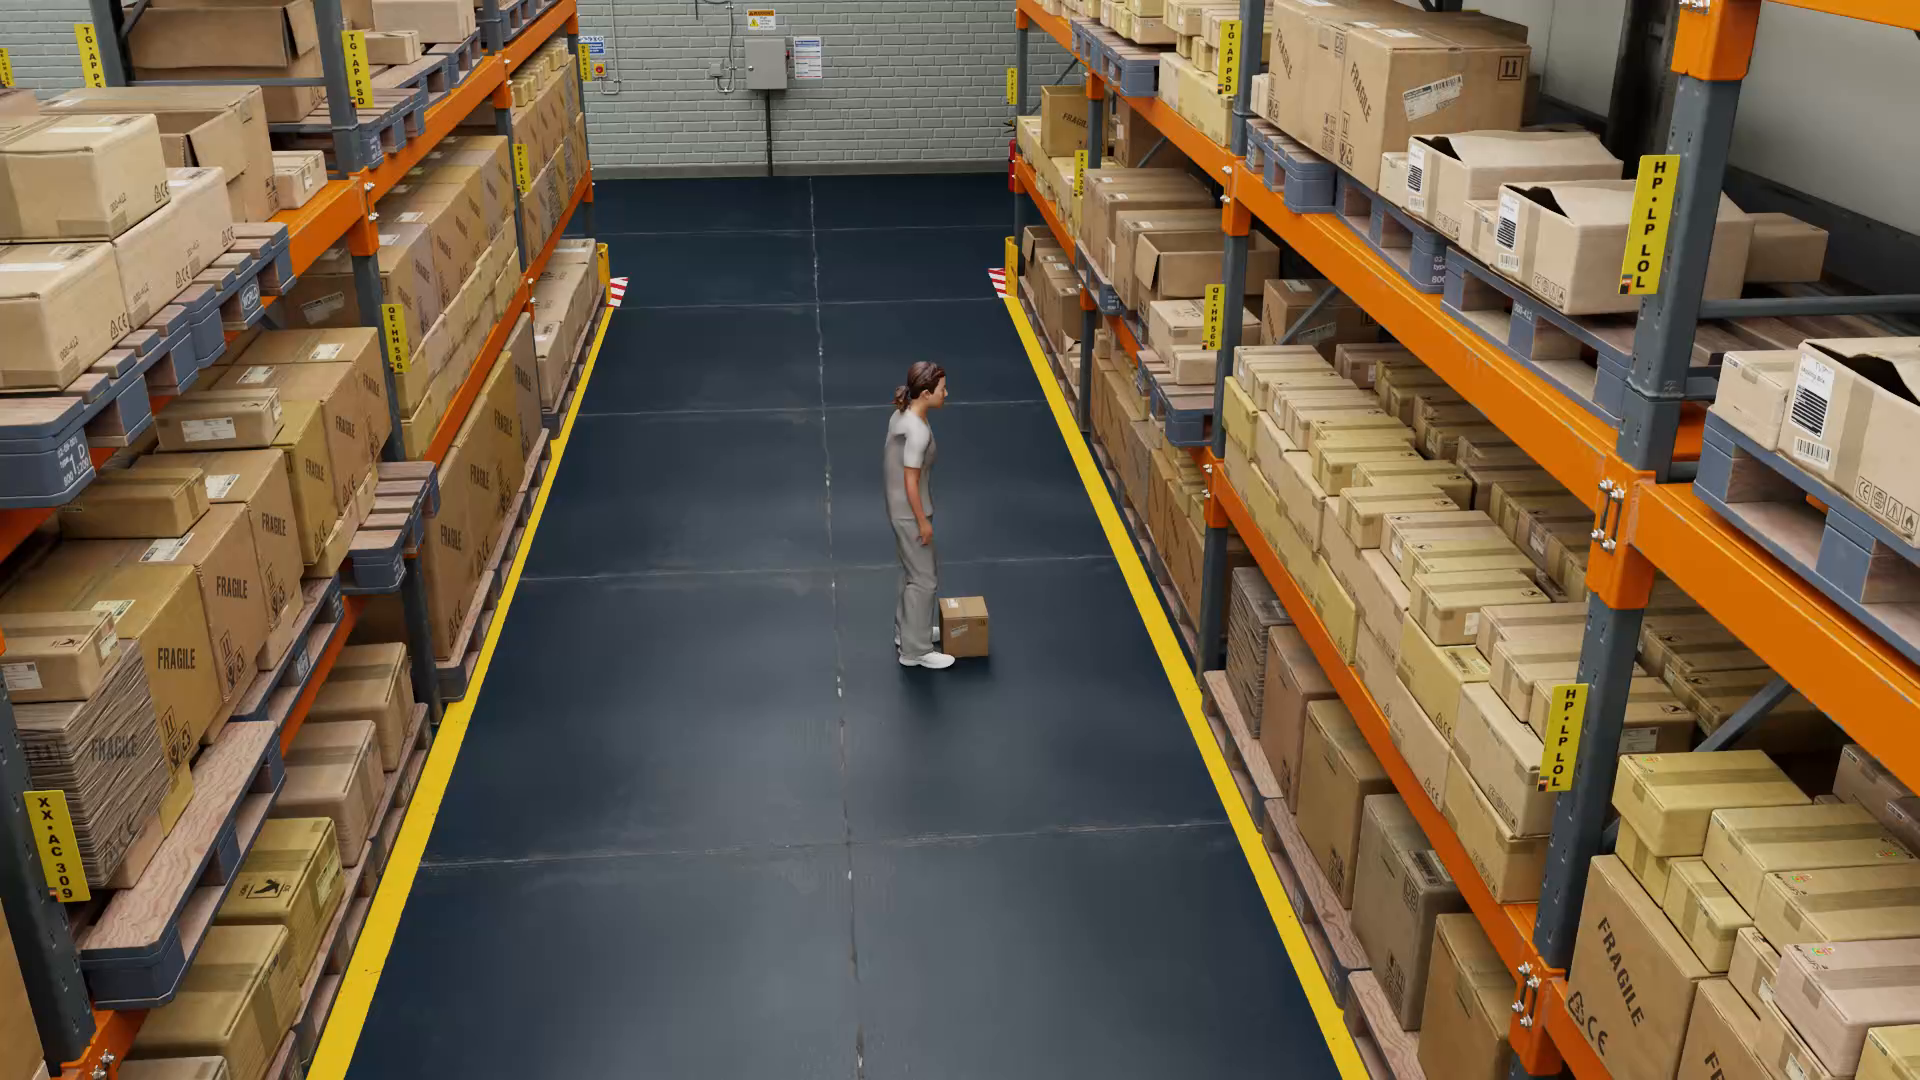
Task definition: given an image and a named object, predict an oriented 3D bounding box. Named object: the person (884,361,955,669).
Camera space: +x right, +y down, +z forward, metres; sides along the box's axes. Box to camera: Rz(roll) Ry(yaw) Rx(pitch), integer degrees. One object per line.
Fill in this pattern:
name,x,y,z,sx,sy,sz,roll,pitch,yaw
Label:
person,-0.227,-0.151,8.944,0.360,1.672,0.485,-2,24,-5
